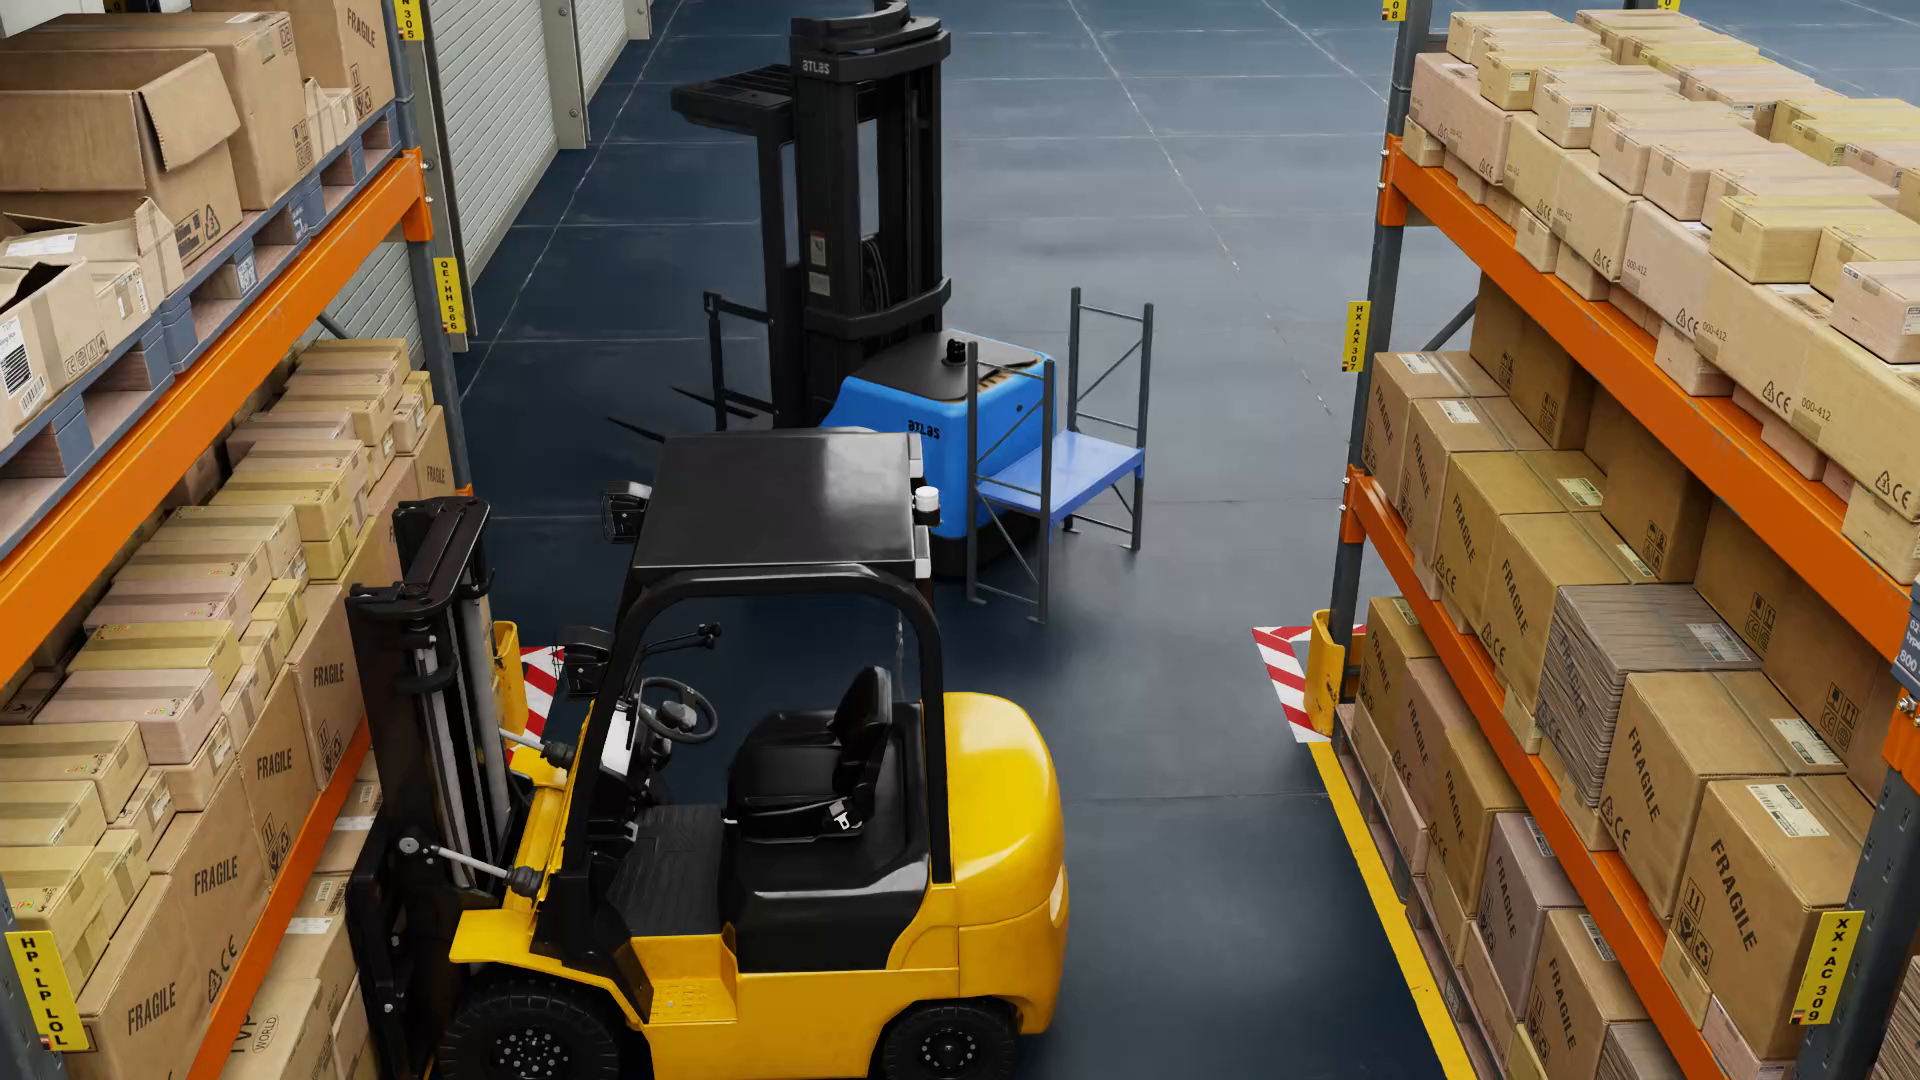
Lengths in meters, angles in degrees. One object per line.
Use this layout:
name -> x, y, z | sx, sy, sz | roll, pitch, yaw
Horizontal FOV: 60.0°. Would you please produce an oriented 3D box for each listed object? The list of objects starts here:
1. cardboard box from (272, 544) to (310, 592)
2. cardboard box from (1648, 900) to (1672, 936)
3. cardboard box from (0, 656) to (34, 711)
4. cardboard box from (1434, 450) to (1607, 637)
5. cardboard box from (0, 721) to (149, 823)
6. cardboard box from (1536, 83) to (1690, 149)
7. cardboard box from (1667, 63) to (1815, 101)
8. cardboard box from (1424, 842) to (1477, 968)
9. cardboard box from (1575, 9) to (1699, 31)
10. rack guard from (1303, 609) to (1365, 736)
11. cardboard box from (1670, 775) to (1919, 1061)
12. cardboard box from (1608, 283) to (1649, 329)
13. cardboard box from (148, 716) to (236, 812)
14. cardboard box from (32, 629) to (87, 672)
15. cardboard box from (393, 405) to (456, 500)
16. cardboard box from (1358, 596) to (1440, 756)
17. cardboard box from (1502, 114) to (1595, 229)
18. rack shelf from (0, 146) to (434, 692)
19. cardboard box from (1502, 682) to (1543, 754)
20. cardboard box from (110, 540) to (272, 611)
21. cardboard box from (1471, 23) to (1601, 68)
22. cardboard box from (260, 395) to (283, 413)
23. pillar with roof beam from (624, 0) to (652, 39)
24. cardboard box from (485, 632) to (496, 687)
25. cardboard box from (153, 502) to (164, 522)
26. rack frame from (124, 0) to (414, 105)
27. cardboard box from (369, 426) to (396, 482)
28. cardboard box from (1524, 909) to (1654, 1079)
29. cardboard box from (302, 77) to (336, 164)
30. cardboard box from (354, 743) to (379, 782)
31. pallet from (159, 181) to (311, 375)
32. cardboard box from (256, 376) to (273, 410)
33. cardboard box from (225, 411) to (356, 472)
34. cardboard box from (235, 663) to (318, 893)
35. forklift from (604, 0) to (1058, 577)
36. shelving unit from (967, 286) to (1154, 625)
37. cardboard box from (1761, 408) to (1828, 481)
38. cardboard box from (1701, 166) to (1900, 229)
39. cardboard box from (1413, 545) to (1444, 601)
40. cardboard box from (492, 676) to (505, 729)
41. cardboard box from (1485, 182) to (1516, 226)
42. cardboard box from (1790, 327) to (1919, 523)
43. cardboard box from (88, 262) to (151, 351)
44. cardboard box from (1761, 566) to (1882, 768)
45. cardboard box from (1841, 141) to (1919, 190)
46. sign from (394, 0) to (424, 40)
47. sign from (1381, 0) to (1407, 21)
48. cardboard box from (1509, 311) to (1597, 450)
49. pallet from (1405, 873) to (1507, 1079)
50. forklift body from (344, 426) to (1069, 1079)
cardboard box -> -2.367, 0.134, 5.440 | 0.380, 0.149, 0.250 | -2, 28, -3
cardboard box -> 2.210, 1.062, 4.743 | 0.380, 0.149, 0.250 | -1, 28, -2
cardboard box -> -2.857, 0.373, 4.660 | 0.380, 0.149, 0.250 | -2, 28, -3
cardboard box -> 2.083, 0.005, 6.067 | 0.500, 0.500, 0.500 | -2, 28, -4
cardboard box -> -2.317, 0.596, 4.232 | 0.380, 0.149, 0.250 | -2, 28, -4
cardboard box -> 2.052, -1.336, 5.234 | 0.380, 0.149, 0.250 | -1, 28, -1
cardboard box -> 2.564, -1.473, 5.496 | 0.380, 0.149, 0.250 | -1, 28, -3
cardboard box -> 2.104, 1.381, 6.377 | 0.500, 0.250, 0.500 | 0, 28, 1
cardboard box -> 2.590, -1.942, 6.395 | 0.380, 0.149, 0.250 | -1, 28, -2
rack guard -> 2.281, 0.625, 8.011 | 1.175, 0.500, 0.348 | -1, 28, -3
cardboard box -> 2.215, 0.953, 4.249 | 0.500, 0.500, 0.500 | -2, 28, -4
cardboard box -> 2.180, -0.744, 4.962 | 0.380, 0.149, 0.250 | -2, 28, -3
cardboard box -> -2.220, 0.610, 4.528 | 0.380, 0.149, 0.250 | -1, 28, -2
cardboard box -> -2.815, 0.380, 4.968 | 0.380, 0.149, 0.250 | -2, 28, -3
cardboard box -> -2.391, -0.220, 6.821 | 0.500, 0.500, 0.500 | -2, 28, -4
cardboard box -> 2.045, 0.572, 7.118 | 0.500, 0.500, 0.500 | -2, 28, -4
cardboard box -> 2.106, -1.204, 5.412 | 0.500, 0.250, 0.500 | -1, 28, -1
rack shelf -> -2.575, -0.484, 4.969 | 1.077, 0.370, 4.000 | -1, 28, -3
cardboard box -> 2.076, 0.593, 5.641 | 0.380, 0.149, 0.250 | -1, 28, -2
cardboard box -> -2.368, 0.124, 5.137 | 0.380, 0.149, 0.250 | -1, 28, -2
cardboard box -> 2.121, -1.806, 6.134 | 0.380, 0.149, 0.250 | -1, 28, -3
cardboard box -> -2.844, -0.454, 6.566 | 0.380, 0.149, 0.250 | -1, 28, -3
pillar with roof beam -> -0.184, -11.130, 21.359 | 9.100, 9.000, 0.400 | -1, 28, -3
cardboard box -> -2.342, 0.632, 7.274 | 0.500, 0.250, 0.500 | -2, 28, -3
cardboard box -> -2.915, -0.098, 5.563 | 0.380, 0.149, 0.250 | -2, 28, -4
rack frame -> -2.679, -3.057, 5.880 | 1.000, 3.000, 0.127 | -1, 28, -3
cardboard box -> -2.386, -0.337, 6.343 | 0.380, 0.149, 0.250 | -1, 28, -2
cardboard box -> 2.159, 1.528, 5.286 | 0.500, 0.500, 0.500 | -1, 28, -2
cardboard box -> -2.319, -1.405, 5.540 | 0.396, 0.266, 0.258 | -1, 28, -3
cardboard box -> -2.275, 0.866, 6.284 | 0.500, 0.250, 0.500 | -1, 28, -2
pallet -> -2.601, -0.796, 4.884 | 1.003, 0.211, 1.213 | -1, 28, -3
cardboard box -> -2.924, -0.576, 6.480 | 0.380, 0.149, 0.250 | 0, 28, -1
cardboard box -> -2.427, -0.350, 6.047 | 0.380, 0.149, 0.250 | -1, 28, -2
cardboard box -> -2.304, 0.721, 5.016 | 0.500, 0.500, 0.500 | -2, 28, -3
forklift -> -0.912, -1.622, 9.690 | 3.031, 2.935, 1.130 | 19, 33, 32
shelving unit -> 0.541, -0.474, 9.037 | 0.538, 1.500, 1.048 | 18, 32, 30
cardboard box -> 2.203, -0.265, 4.042 | 0.380, 0.149, 0.250 | -1, 28, -2
cardboard box -> 2.182, -0.865, 4.331 | 0.380, 0.149, 0.250 | -2, 28, -4
cardboard box -> 2.016, 0.114, 6.560 | 0.380, 0.149, 0.250 | -1, 28, -2
cardboard box -> -2.339, 0.845, 7.405 | 0.500, 0.250, 0.500 | -1, 28, -2
cardboard box -> 2.091, -1.220, 5.874 | 0.380, 0.149, 0.250 | -2, 28, -3
cardboard box -> 2.194, -0.265, 3.611 | 0.500, 0.250, 0.500 | -2, 28, -3
cardboard box -> -2.231, -0.568, 4.062 | 0.380, 0.149, 0.250 | -1, 28, -1
cardboard box -> 2.675, 0.264, 4.489 | 0.700, 0.500, 0.500 | -1, 28, -2
cardboard box -> 2.673, -0.997, 4.584 | 0.380, 0.149, 0.250 | -2, 28, -3
sign -> -2.137, -2.091, 6.400 | 0.100, 0.325, 0.005 | -1, 28, -3
sign -> 1.736, -2.223, 6.580 | 0.100, 0.325, 0.005 | -1, 28, -3
cardboard box -> 2.541, -0.674, 6.287 | 0.700, 0.500, 0.500 | -1, 28, -2
pallet -> 2.349, 1.691, 6.280 | 1.003, 0.211, 1.213 | -1, 28, -3
forklift body -> -0.758, 0.811, 5.869 | 2.313, 2.155, 1.214 | -1, 28, -3
